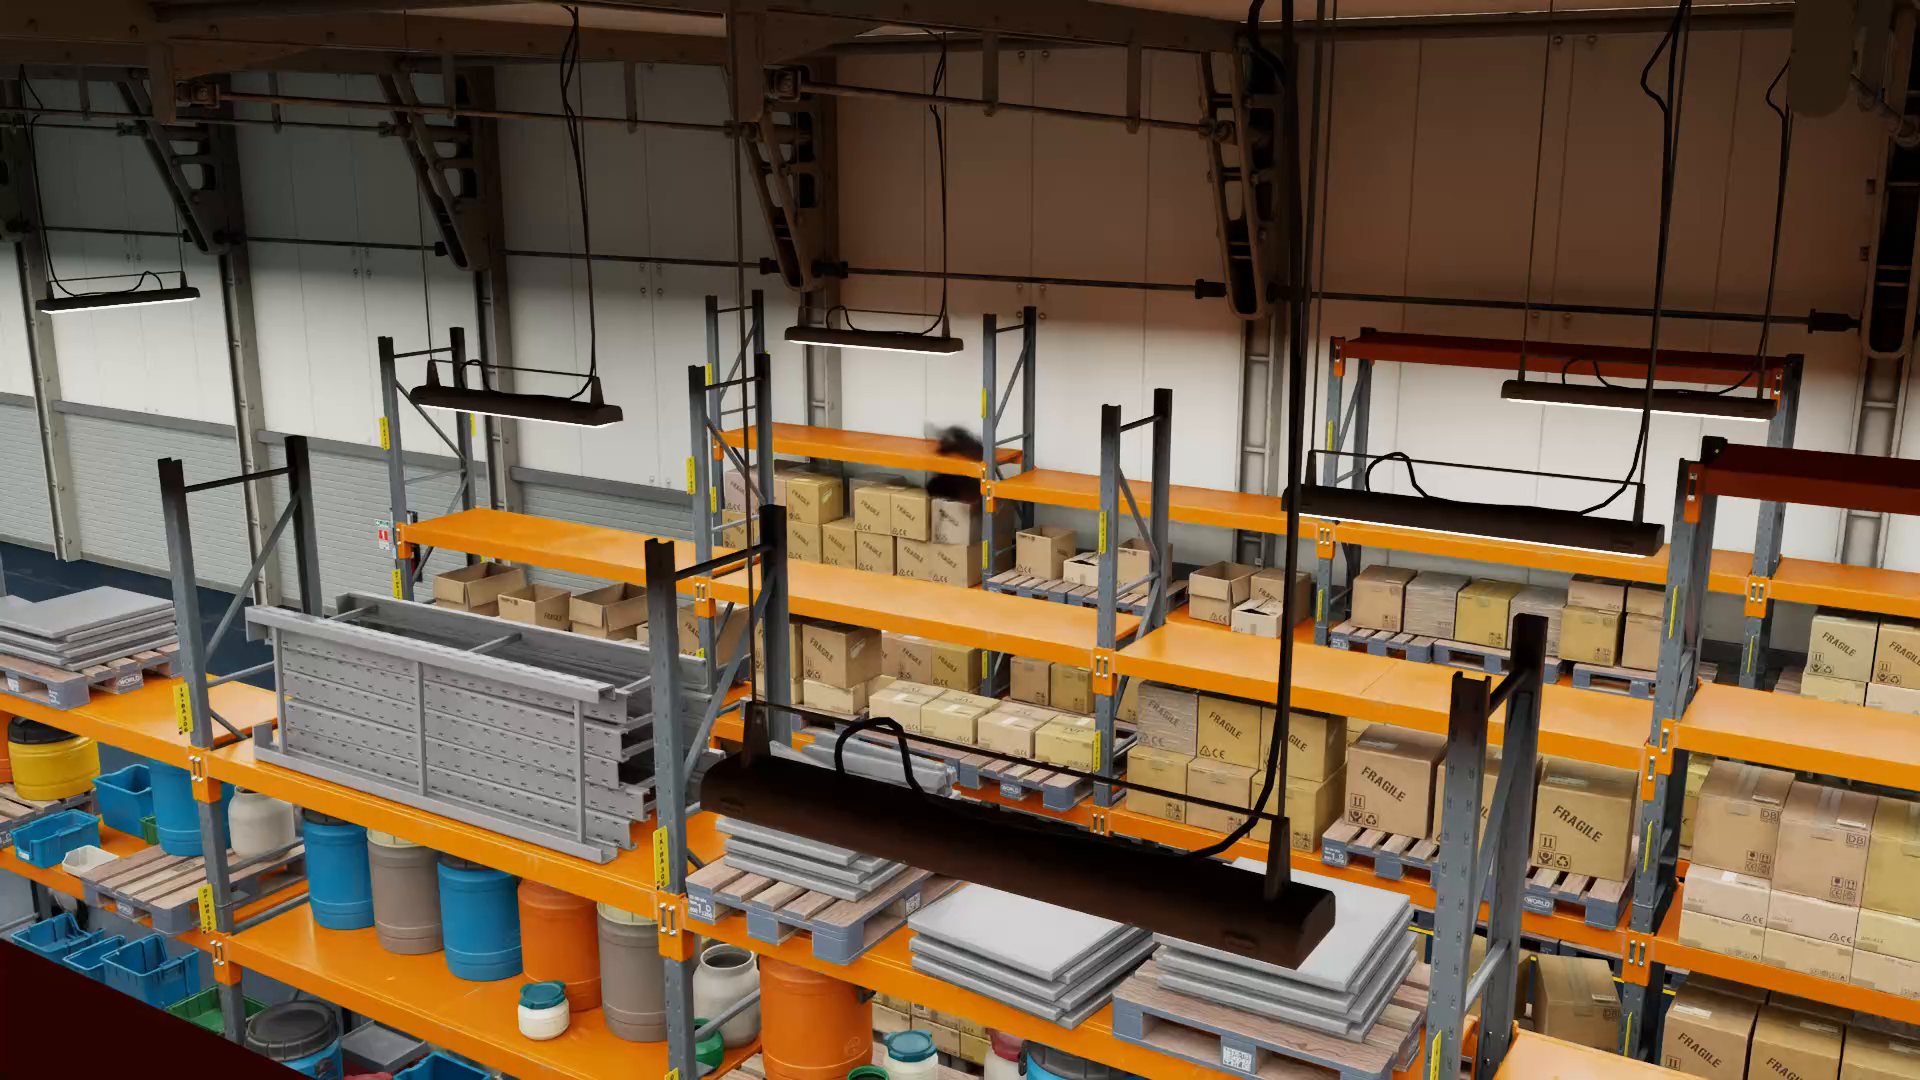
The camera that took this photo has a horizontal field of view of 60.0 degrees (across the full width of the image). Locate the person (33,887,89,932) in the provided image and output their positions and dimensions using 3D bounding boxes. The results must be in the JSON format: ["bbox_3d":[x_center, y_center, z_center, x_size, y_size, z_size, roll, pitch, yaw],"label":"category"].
[{"bbox_3d":[-8.227,3.587,15.270,0.671,1.721,0.716,-2,14,-9],"label":"person"}]

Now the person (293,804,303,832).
[{"bbox_3d":[-7.352,2.780,18.332,0.832,1.814,0.687,-8,16,-28],"label":"person"}]

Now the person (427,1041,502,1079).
[{"bbox_3d":[-4.232,3.865,13.935,0.732,1.811,0.622,5,15,20],"label":"person"}]
